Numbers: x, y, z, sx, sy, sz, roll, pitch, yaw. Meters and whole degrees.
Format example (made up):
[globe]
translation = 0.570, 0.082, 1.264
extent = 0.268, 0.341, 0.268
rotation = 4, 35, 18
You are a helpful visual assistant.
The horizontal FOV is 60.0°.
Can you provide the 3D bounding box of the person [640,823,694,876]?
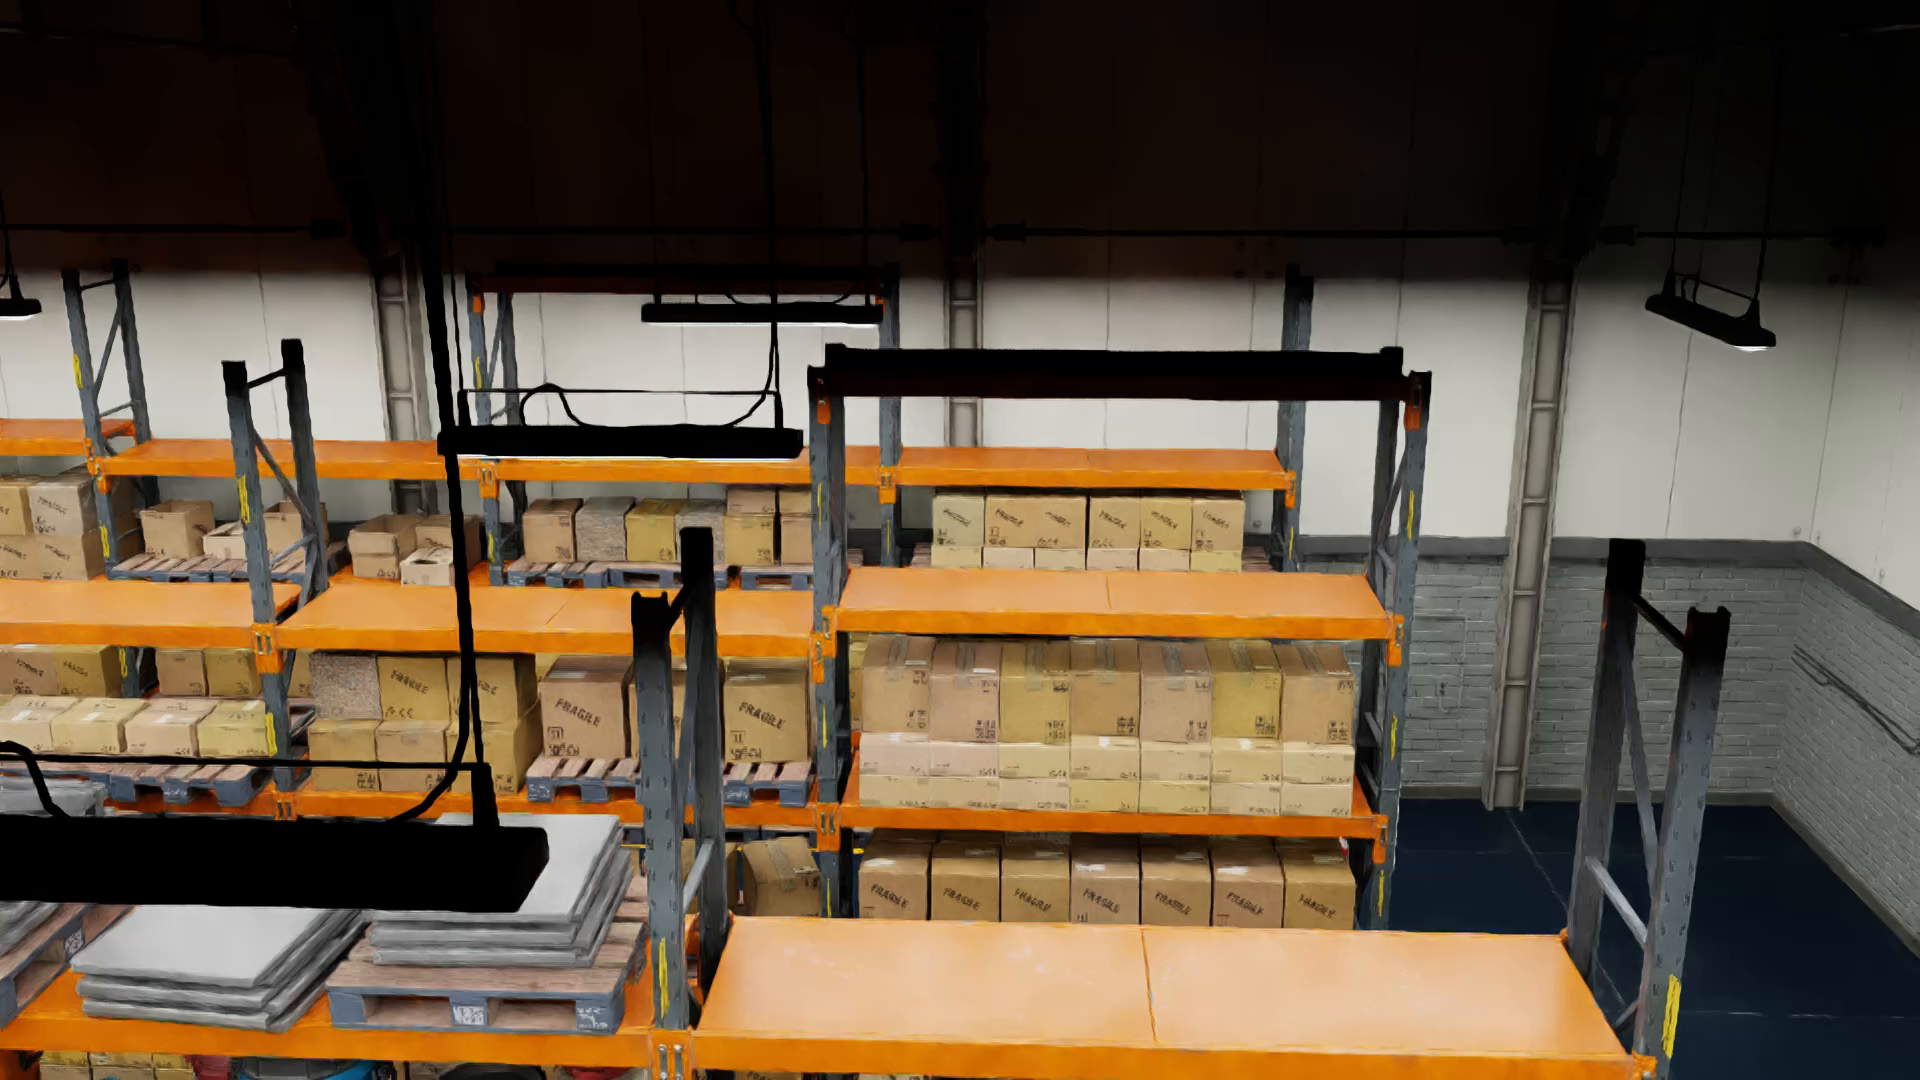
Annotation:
[person]
translation = -2.761, 2.913, 15.588
extent = 1.029, 1.673, 0.555
rotation = 0, 16, 2
